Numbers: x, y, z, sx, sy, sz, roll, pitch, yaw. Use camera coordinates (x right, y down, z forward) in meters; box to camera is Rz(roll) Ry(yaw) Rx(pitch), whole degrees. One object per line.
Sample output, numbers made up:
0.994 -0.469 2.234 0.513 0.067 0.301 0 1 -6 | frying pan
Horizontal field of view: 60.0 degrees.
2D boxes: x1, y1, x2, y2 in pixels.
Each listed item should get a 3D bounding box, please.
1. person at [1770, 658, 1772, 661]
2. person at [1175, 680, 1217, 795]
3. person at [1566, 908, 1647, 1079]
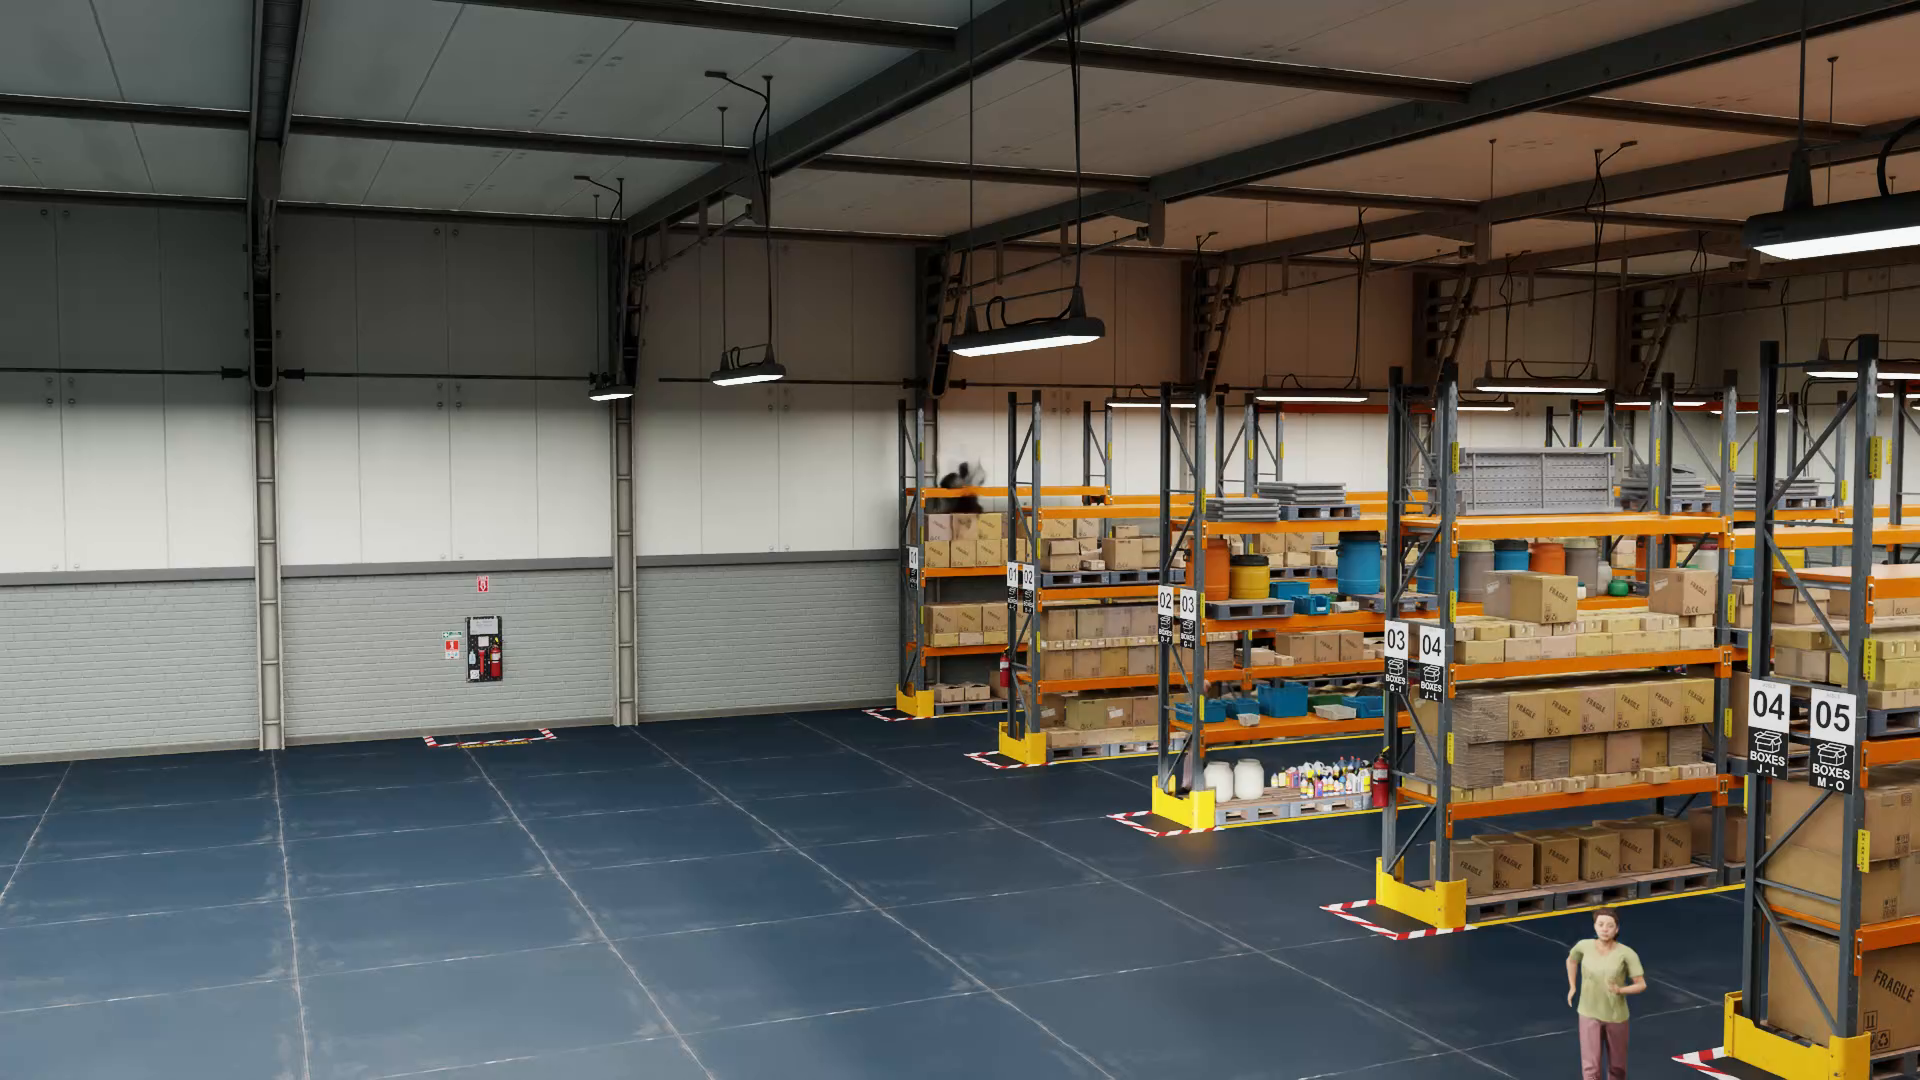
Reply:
14.787 2.470 31.017 0.717 1.717 0.683 -2 4 -36 | person
3.494 2.896 24.486 0.855 1.668 0.676 -1 4 -23 | person
4.840 3.579 12.494 0.581 1.646 0.960 2 4 25 | person
